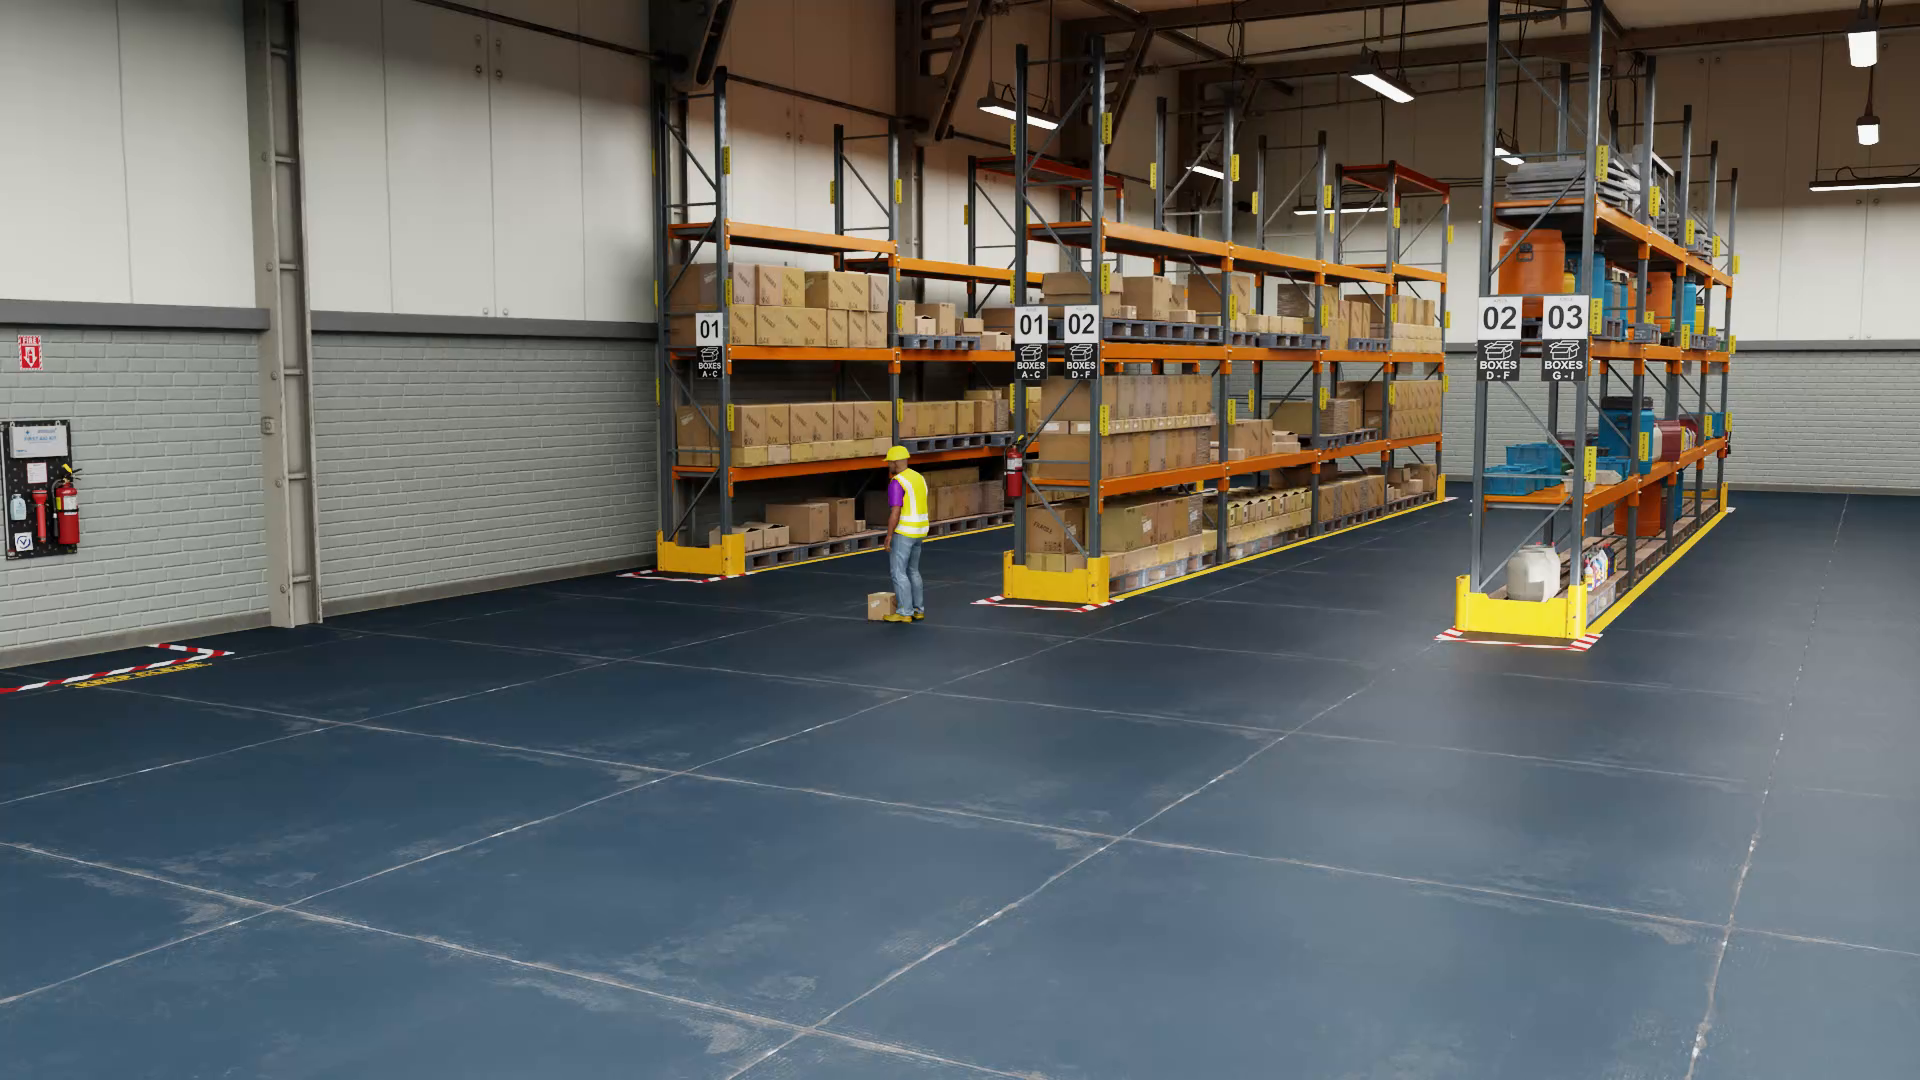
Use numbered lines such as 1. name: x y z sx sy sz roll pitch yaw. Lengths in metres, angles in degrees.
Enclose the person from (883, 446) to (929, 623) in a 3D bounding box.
1. person: -0.556 -0.067 16.699 0.457 1.761 0.628 3 7 29
